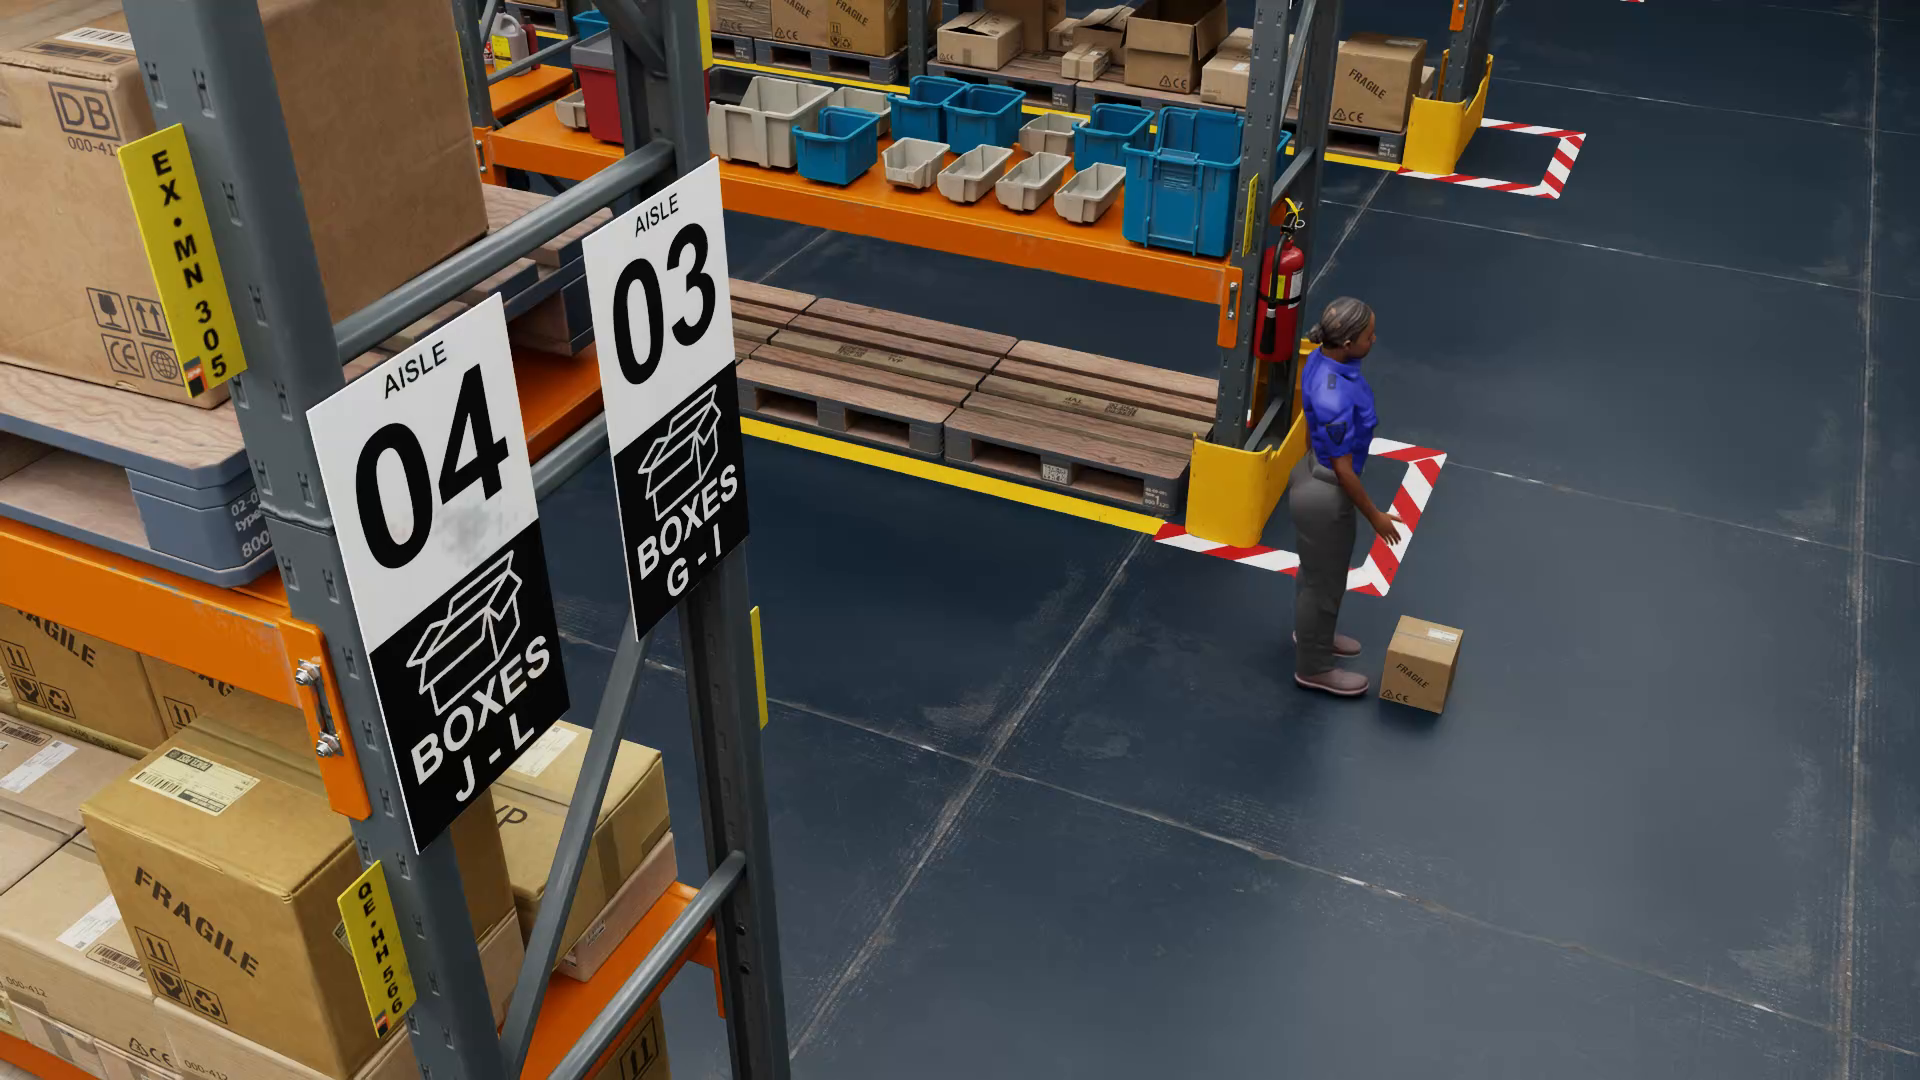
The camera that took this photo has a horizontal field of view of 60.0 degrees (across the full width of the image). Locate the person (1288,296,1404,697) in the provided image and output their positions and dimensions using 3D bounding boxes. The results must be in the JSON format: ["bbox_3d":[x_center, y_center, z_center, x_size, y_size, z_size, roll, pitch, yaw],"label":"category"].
[{"bbox_3d":[1.464,-0.152,6.359,0.439,1.687,0.462,6,34,8],"label":"person"}]
